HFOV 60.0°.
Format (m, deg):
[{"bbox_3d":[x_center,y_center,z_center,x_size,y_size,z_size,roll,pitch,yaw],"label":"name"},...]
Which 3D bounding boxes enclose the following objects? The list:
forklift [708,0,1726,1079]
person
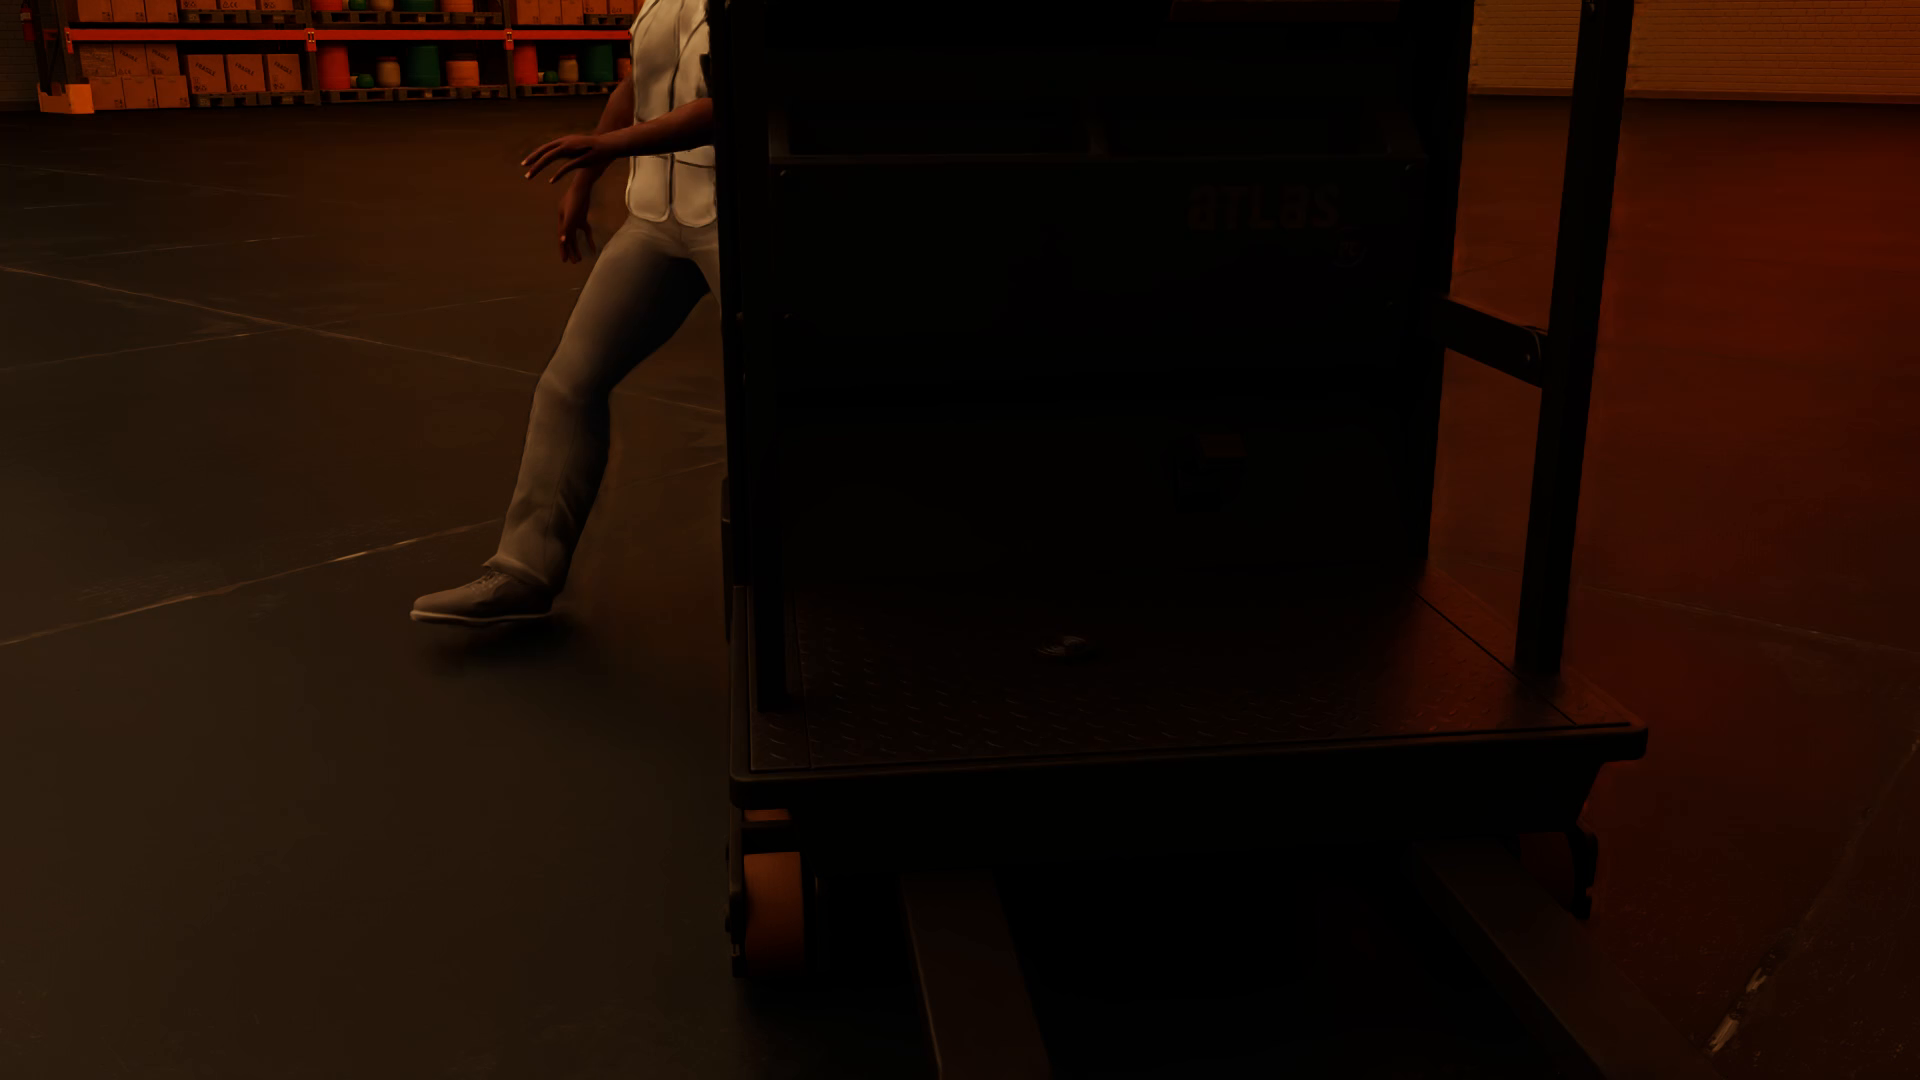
[{"bbox_3d":[0.224,-0.951,2.030,1.130,2.935,3.031,-2,17,-7],"label":"forklift"},{"bbox_3d":[-0.530,-0.562,3.114,0.824,1.532,0.849,11,20,32],"label":"person"}]
